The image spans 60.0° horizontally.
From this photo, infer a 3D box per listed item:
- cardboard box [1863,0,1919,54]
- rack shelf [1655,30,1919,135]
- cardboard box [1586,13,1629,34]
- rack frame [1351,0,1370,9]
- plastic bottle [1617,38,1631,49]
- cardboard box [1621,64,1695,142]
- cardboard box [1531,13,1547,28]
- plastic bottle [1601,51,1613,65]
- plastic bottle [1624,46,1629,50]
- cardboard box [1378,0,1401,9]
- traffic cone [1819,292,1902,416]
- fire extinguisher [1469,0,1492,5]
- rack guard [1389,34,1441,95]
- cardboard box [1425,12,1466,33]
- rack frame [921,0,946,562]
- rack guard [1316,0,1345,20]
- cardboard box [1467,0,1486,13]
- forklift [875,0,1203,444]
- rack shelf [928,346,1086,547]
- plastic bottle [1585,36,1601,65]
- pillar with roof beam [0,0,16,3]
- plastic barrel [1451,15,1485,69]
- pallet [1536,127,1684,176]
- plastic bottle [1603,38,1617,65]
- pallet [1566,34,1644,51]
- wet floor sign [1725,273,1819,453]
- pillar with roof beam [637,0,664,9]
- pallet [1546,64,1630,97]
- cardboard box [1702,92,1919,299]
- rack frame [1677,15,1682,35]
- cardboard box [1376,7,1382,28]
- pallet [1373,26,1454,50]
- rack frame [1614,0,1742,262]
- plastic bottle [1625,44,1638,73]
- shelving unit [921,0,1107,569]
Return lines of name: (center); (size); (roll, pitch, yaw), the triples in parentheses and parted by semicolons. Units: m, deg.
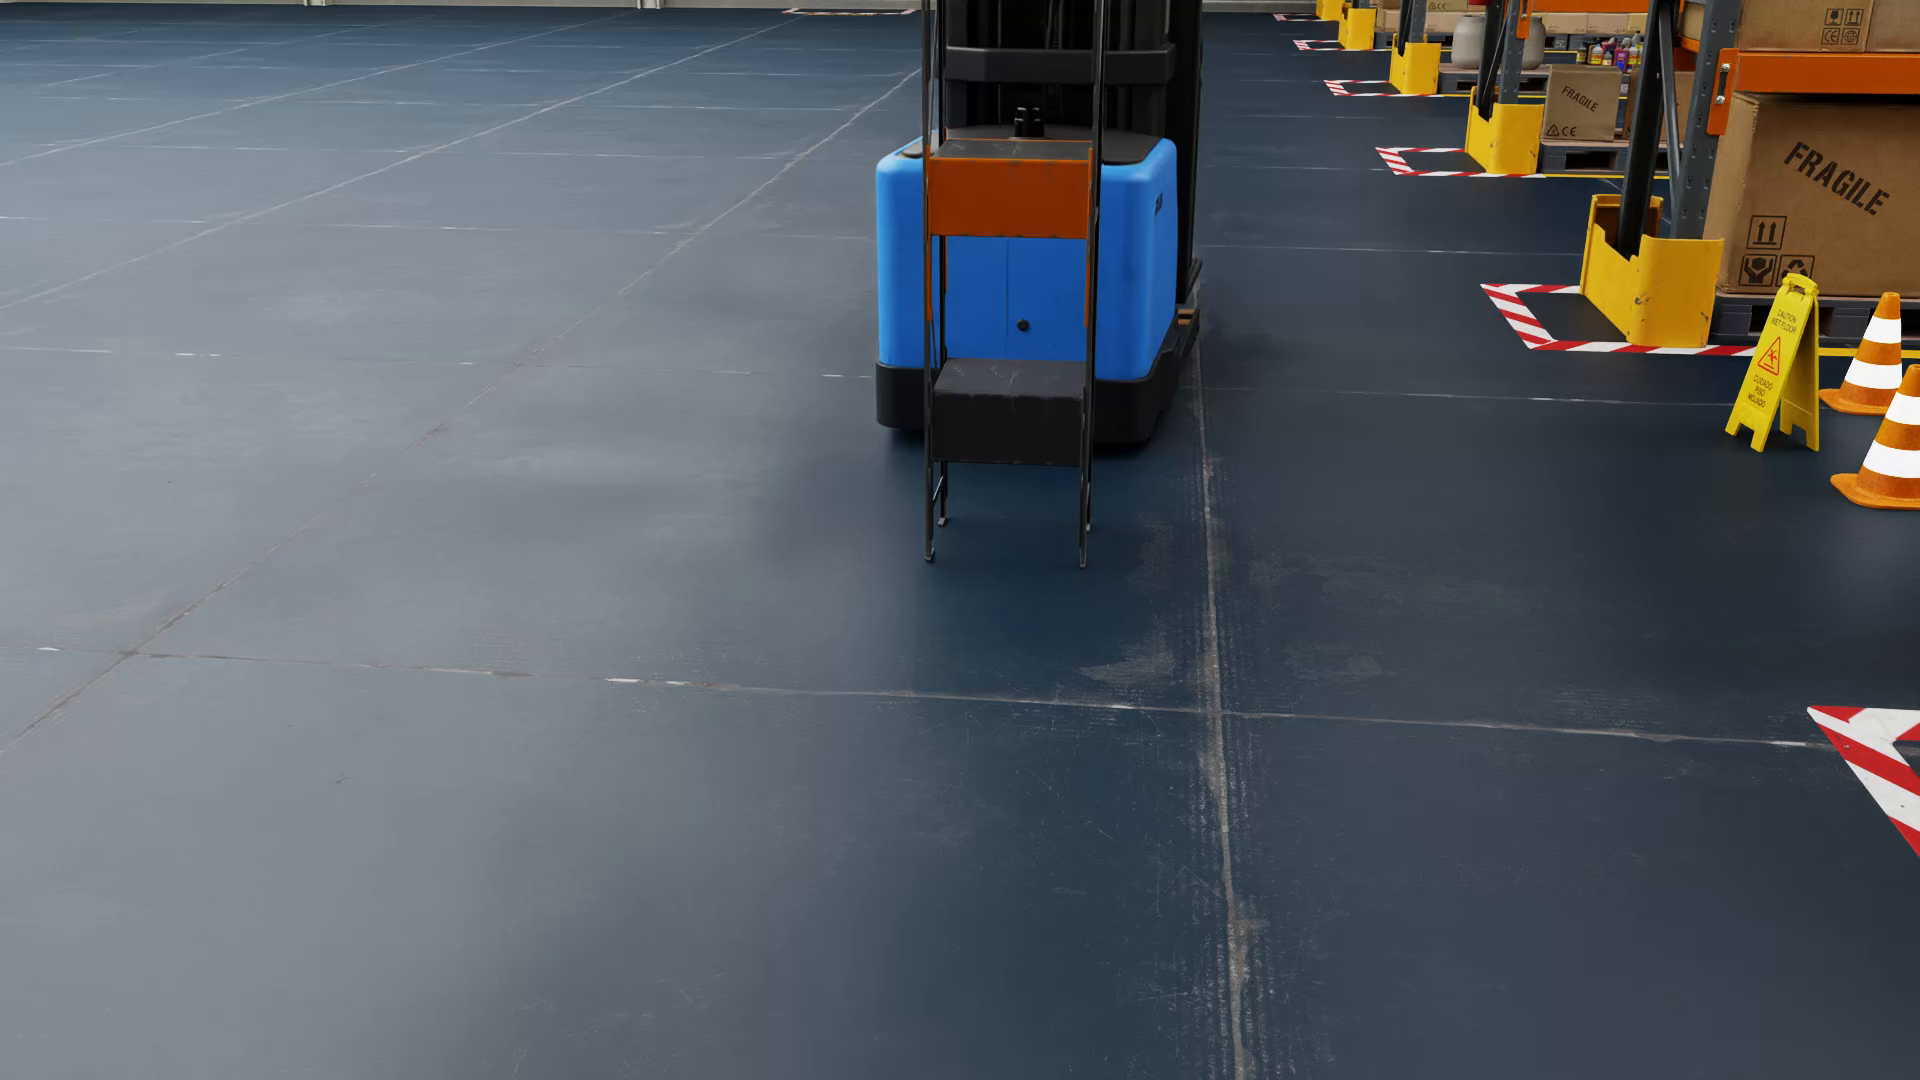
cardboard box: (4.306, -2.551, 7.609); (0.550, 0.550, 0.875); (2, 22, 6)
rack shelf: (5.370, -2.076, 7.588); (4.000, 0.370, 1.077); (2, 22, 6)
cardboard box: (8.228, -6.629, 21.296); (0.500, 0.250, 0.500); (2, 22, 6)
rack frame: (5.237, -7.920, 21.392); (0.127, 3.000, 1.000); (2, 22, 6)
plastic bottle: (6.911, -5.103, 17.374); (0.135, 0.276, 0.152); (2, 22, 5)
cardboard box: (5.284, -3.289, 12.509); (0.500, 0.500, 0.500); (8, 23, 20)
cardboard box: (7.233, -6.666, 21.391); (0.500, 0.250, 0.500); (2, 22, 6)
plastic bottle: (6.517, -4.818, 16.754); (0.097, 0.201, 0.097); (0, 22, 0)
plastic bottle: (6.915, -5.022, 17.271); (0.097, 0.201, 0.097); (0, 22, 0)
cardboard box: (5.805, -7.271, 21.899); (0.500, 0.500, 0.500); (2, 22, 6)
traffic cone: (3.744, -0.775, 6.772); (0.334, 0.463, 0.336); (2, 22, 6)
fire extinguisher: (4.008, -4.440, 12.697); (0.183, 0.674, 0.296); (2, 22, 6)
rack guard: (4.732, -4.963, 17.313); (0.348, 0.500, 1.175); (2, 22, 6)
cardboard box: (6.241, -6.712, 21.505); (0.500, 0.250, 0.500); (2, 22, 6)
rack frame: (-0.078, -0.980, 5.062); (0.015, 2.100, 0.400); (2, 22, 6)
rack guard: (5.892, -8.563, 26.419); (0.348, 0.500, 1.175); (2, 22, 6)
cardboard box: (6.739, -7.043, 21.323); (0.500, 0.500, 0.500); (2, 22, 6)
forklift: (0.505, -2.228, 7.088); (1.130, 2.935, 3.031); (5, 22, 12)
rack shelf: (0.164, -0.306, 5.298); (0.480, 0.518, 0.431); (2, 22, 6)
plastic bottle: (6.644, -5.135, 17.445); (0.133, 0.283, 0.061); (3, 22, 8)
pillar with roof beam: (-17.726, -12.271, 24.238); (0.400, 9.000, 9.100); (2, 22, 6)
plastic barrel: (5.313, -5.149, 17.197); (0.421, 0.512, 0.421); (0, 22, 0)
pallet: (4.946, -2.955, 12.627); (1.213, 0.211, 1.003); (2, 22, 6)
plastic bottle: (6.761, -5.074, 17.290); (0.133, 0.283, 0.061); (2, 22, 6)
pallet: (8.425, -6.500, 21.593); (1.213, 0.211, 1.003); (2, 22, 6)
wet floor sign: (3.122, -0.680, 6.282); (0.232, 0.644, 0.267); (-1, 22, -3)
pillar with roof beam: (-5.810, -11.751, 22.924); (0.400, 9.000, 9.100); (2, 22, 6)
pallet: (6.746, -4.738, 17.137); (1.213, 0.211, 1.003); (2, 22, 6)
cardboard box: (4.065, -1.699, 7.975); (0.875, 0.875, 0.875); (3, 22, 7)
rack frame: (9.210, -7.747, 20.955); (0.127, 3.000, 1.000); (2, 22, 6)
cardboard box: (5.805, -6.921, 22.035); (0.500, 0.250, 0.500); (2, 22, 6)
pallet: (6.002, -6.605, 21.860); (1.213, 0.211, 1.003); (2, 22, 6)
rack frame: (3.384, -2.497, 7.675); (0.127, 3.000, 1.000); (2, 22, 6)
plastic bottle: (6.755, -4.840, 16.715); (0.097, 0.271, 0.097); (0, 22, 0)
shelving unit: (0.164, -0.969, 5.036); (0.503, 2.100, 0.431); (2, 22, 6)
